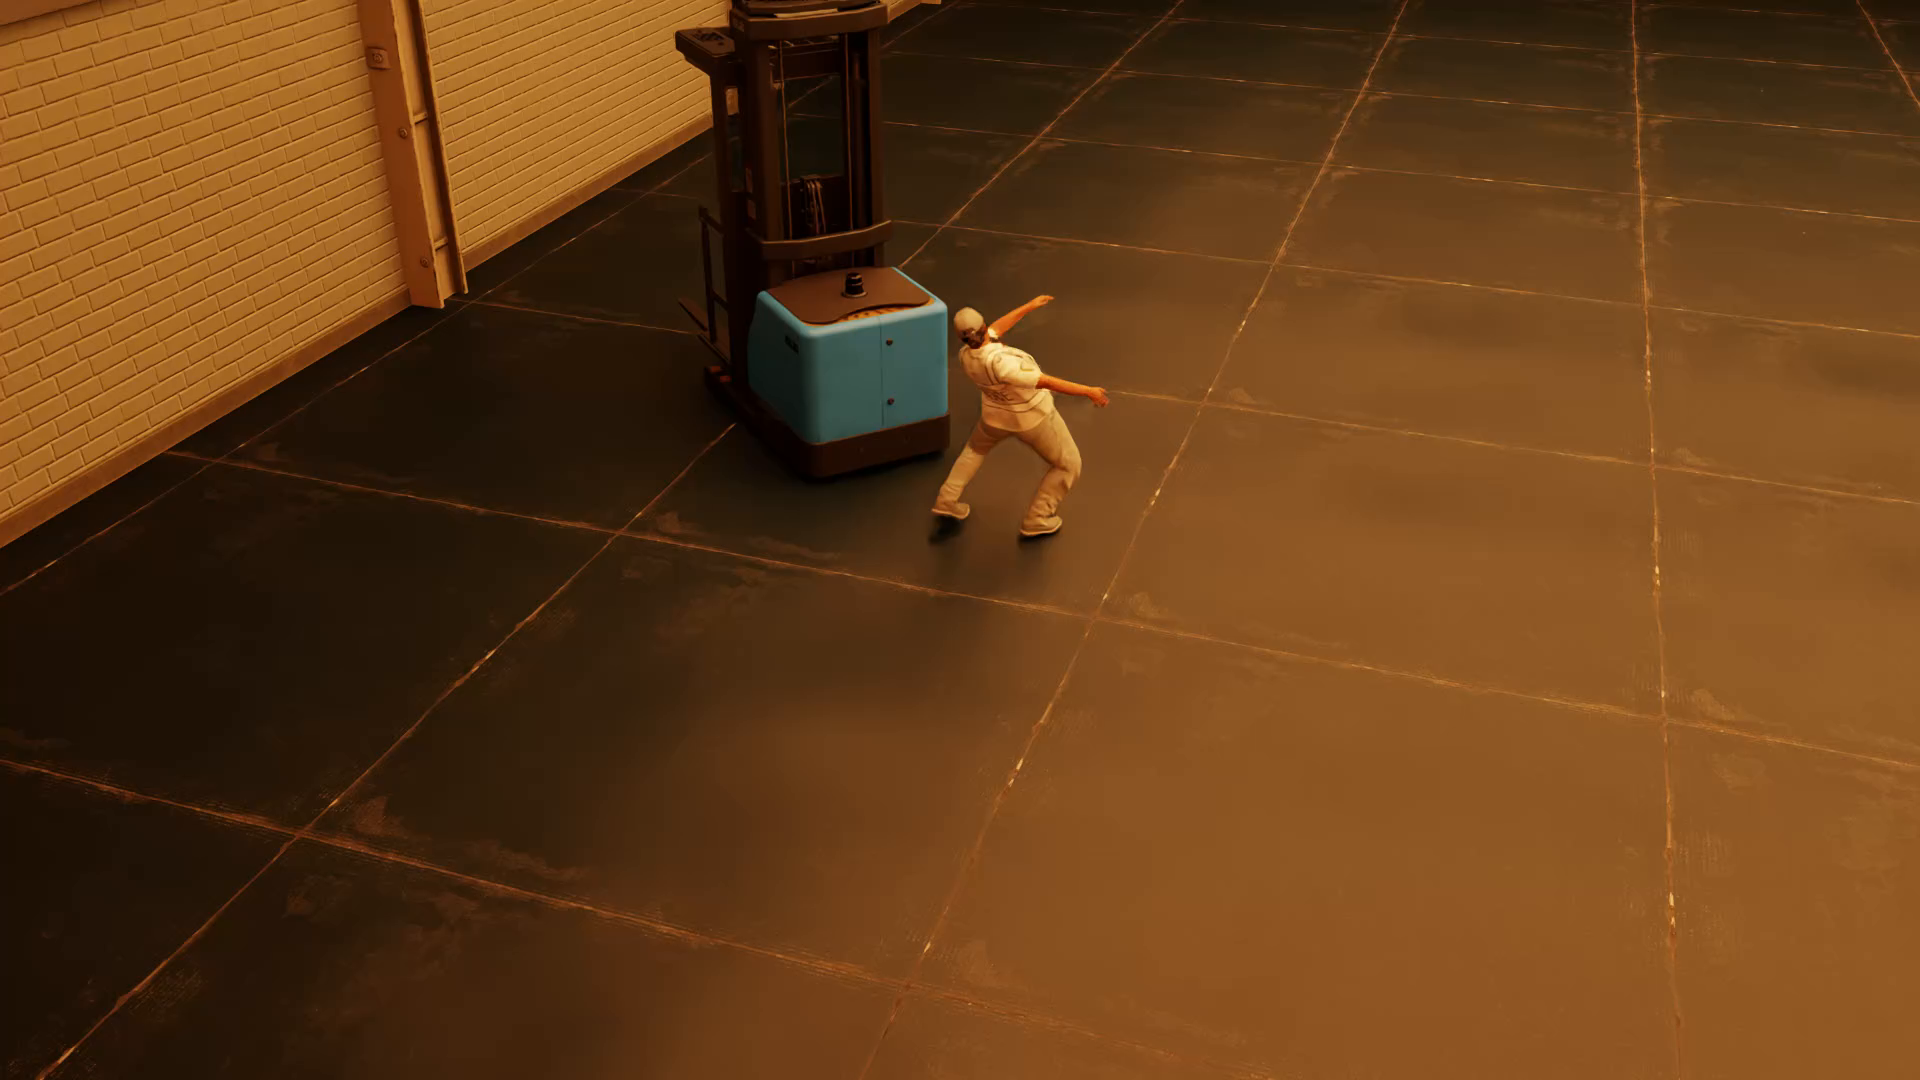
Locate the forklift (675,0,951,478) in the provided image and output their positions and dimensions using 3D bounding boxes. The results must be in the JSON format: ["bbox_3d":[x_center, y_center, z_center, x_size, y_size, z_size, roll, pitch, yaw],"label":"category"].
[{"bbox_3d":[-1.195,-2.376,11.304,1.130,2.935,3.031,-15,33,-24],"label":"forklift"}]

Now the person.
[{"bbox_3d":[0.414,-0.707,9.858,0.975,1.441,0.724,18,34,29],"label":"person"}]
